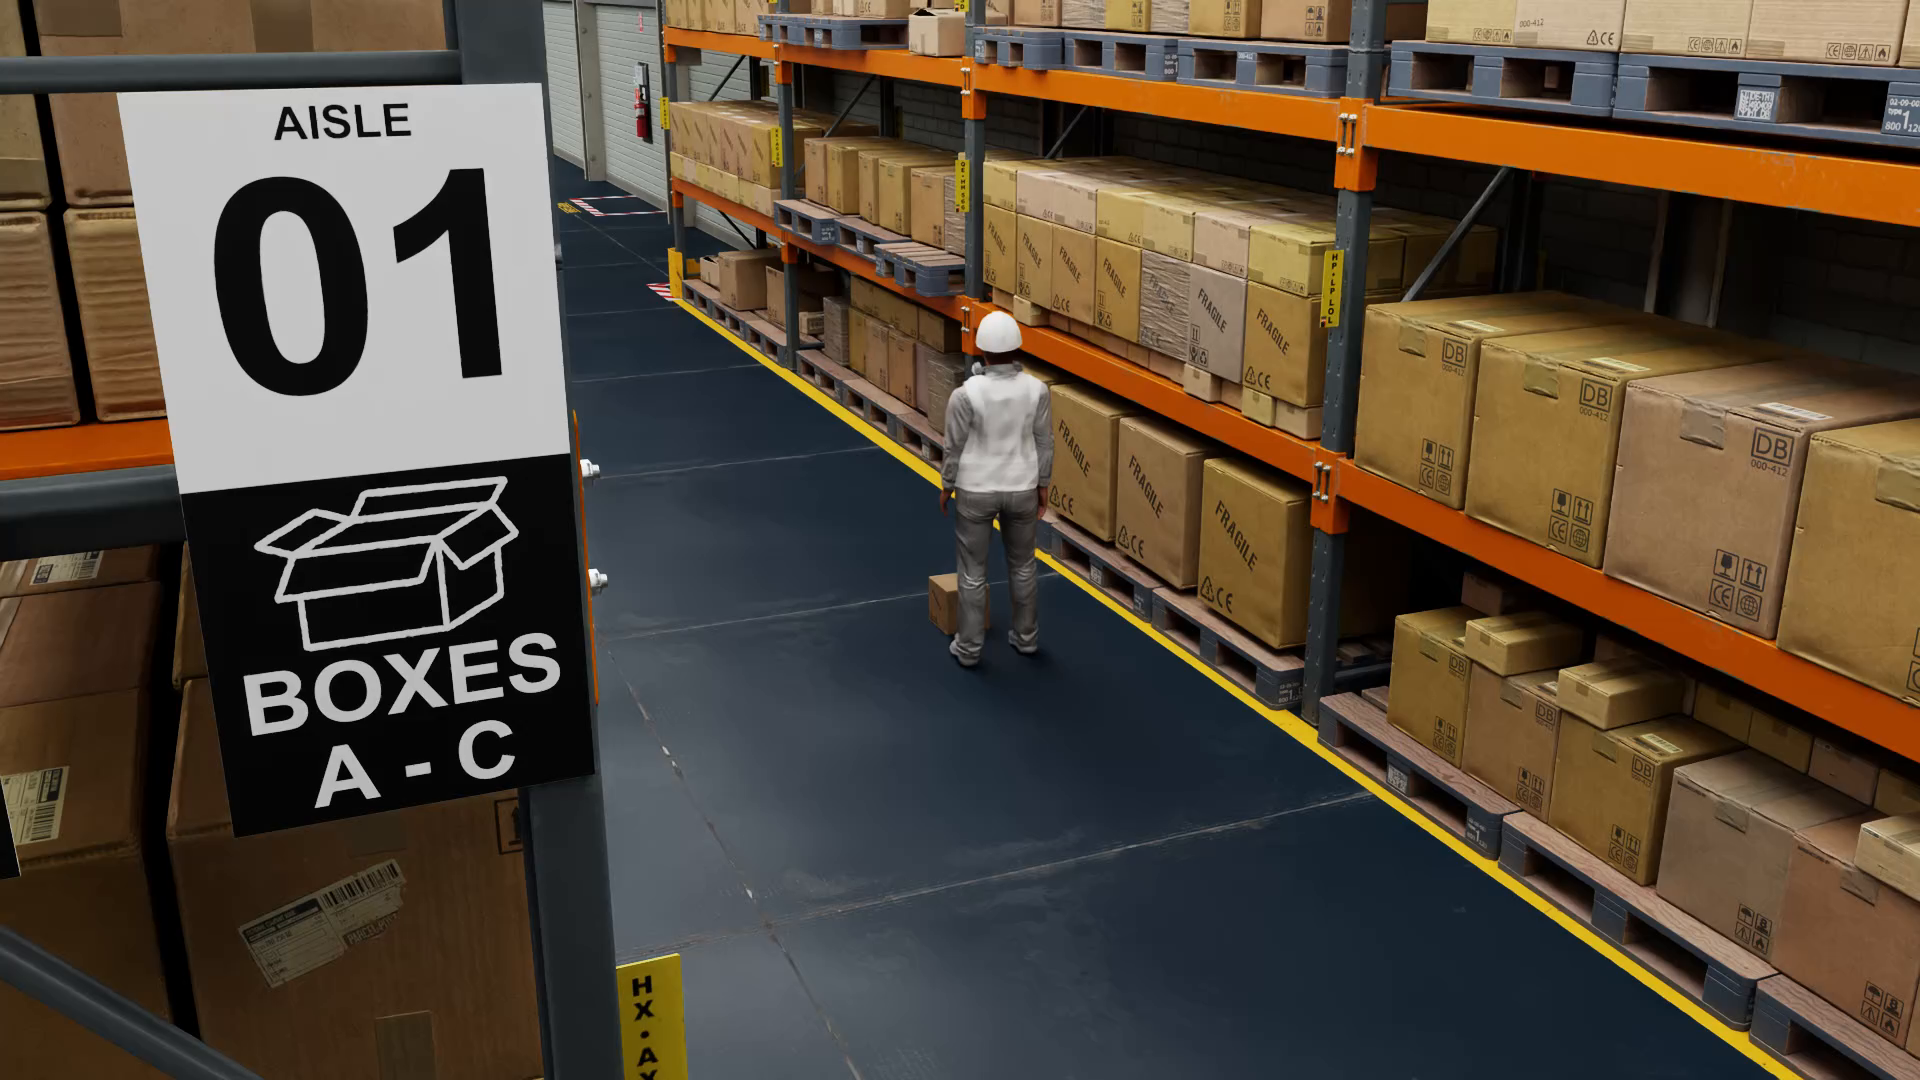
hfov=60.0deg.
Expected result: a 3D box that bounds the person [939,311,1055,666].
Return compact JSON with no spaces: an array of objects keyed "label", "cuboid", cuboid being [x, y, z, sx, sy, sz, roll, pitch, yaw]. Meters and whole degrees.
[{"label":"person","cuboid":[0.168,-0.259,8.251,0.552,1.790,0.428,-5,19,-15]}]
